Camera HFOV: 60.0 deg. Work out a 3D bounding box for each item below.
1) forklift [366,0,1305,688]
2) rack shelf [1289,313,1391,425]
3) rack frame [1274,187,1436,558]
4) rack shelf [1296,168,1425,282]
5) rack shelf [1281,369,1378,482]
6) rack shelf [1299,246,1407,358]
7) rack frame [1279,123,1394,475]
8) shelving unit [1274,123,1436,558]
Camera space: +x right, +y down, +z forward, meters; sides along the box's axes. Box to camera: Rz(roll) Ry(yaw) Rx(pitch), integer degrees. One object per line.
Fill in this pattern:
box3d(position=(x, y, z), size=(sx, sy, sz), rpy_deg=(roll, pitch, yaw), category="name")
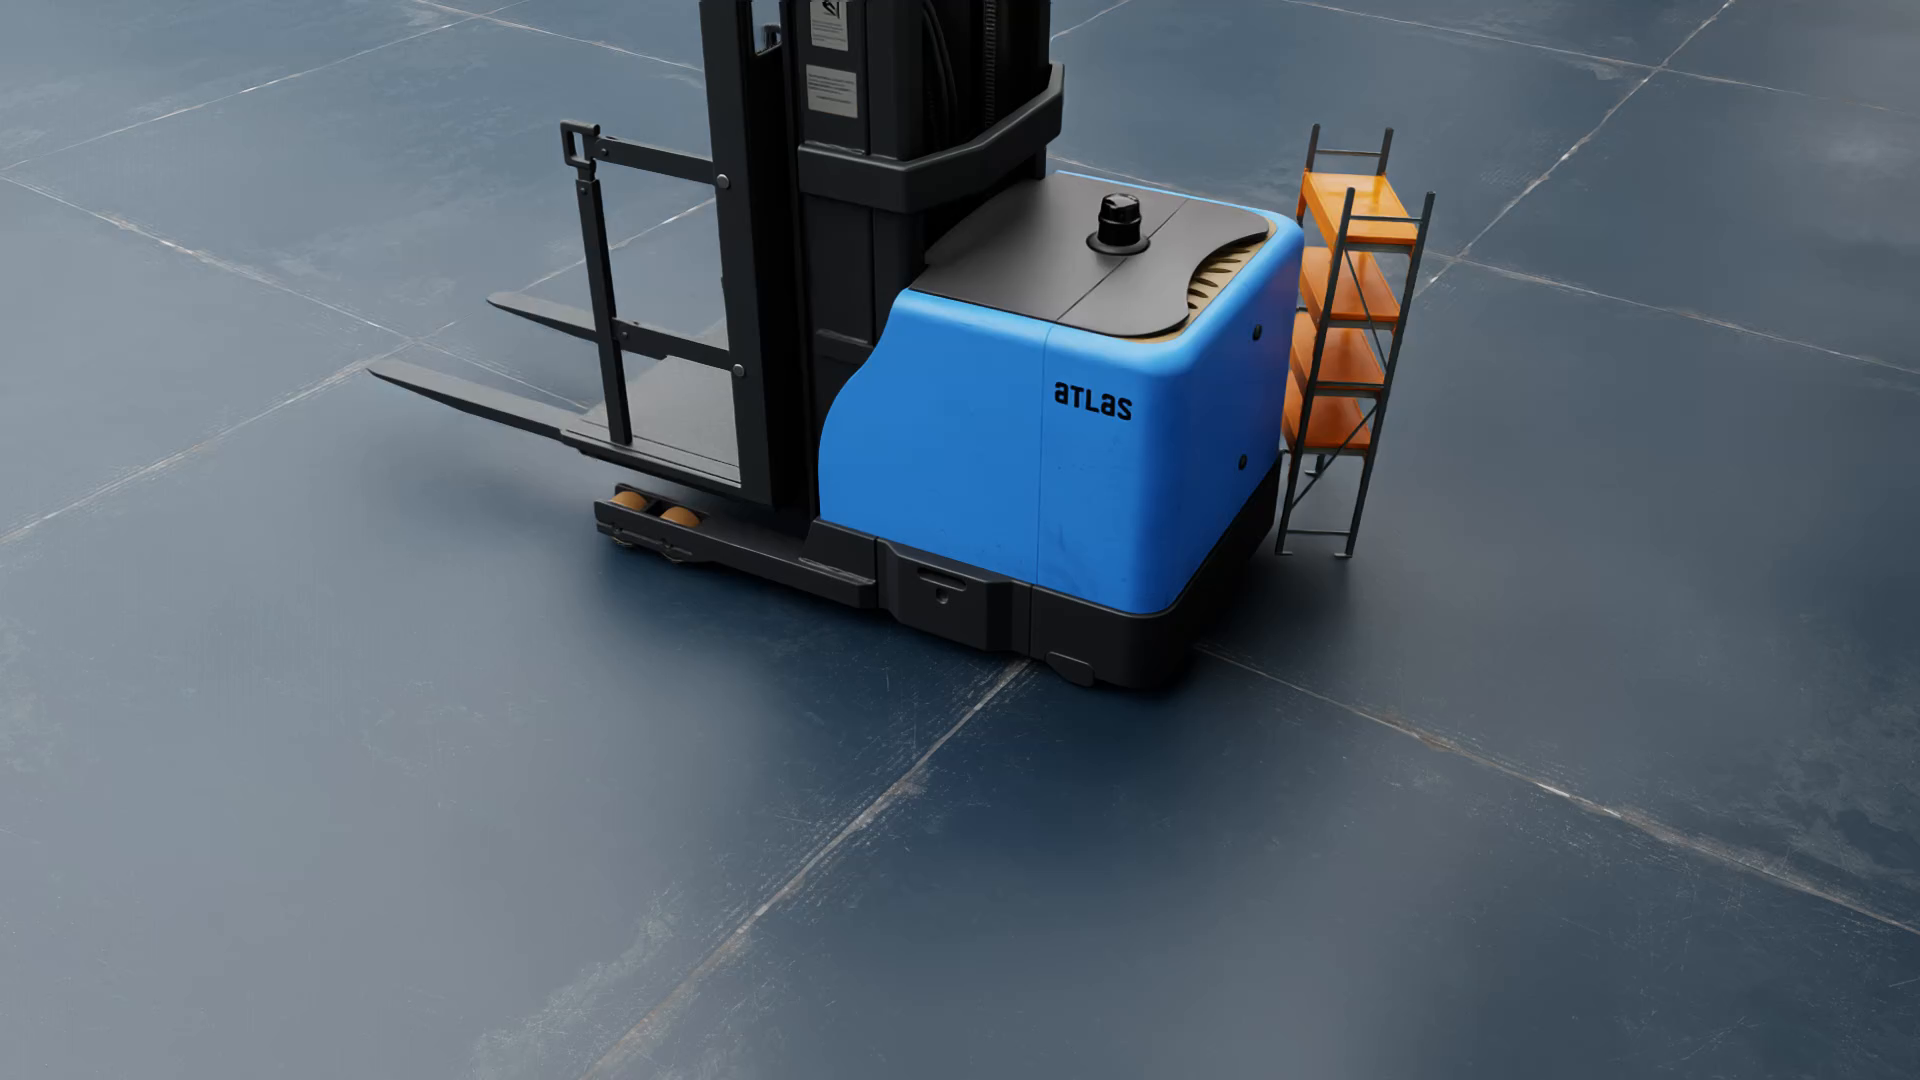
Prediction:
box3d(position=(-0.559, -1.389, 4.688), size=(3.031, 2.935, 1.130), rpy_deg=(17, 37, 23), category="forklift")
box3d(position=(1.124, -0.531, 5.070), size=(0.258, 0.148, 0.480), rpy_deg=(2, 34, -3), category="rack shelf")
box3d(position=(1.132, -0.449, 4.831), size=(0.240, 1.200, 0.015), rpy_deg=(2, 34, -3), category="rack frame")
box3d(position=(1.151, -0.911, 4.813), size=(0.258, 0.148, 0.480), rpy_deg=(2, 34, -3), category="rack shelf")
box3d(position=(1.112, -0.366, 5.181), size=(0.258, 0.148, 0.480), rpy_deg=(2, 34, -3), category="rack shelf")
box3d(position=(1.137, -0.716, 4.945), size=(0.258, 0.148, 0.480), rpy_deg=(2, 34, -3), category="rack shelf")
box3d(position=(1.124, -0.723, 5.235), size=(0.240, 1.200, 0.015), rpy_deg=(2, 34, -3), category="rack frame")
box3d(position=(1.128, -0.586, 5.033), size=(0.258, 1.200, 0.503), rpy_deg=(2, 34, -3), category="shelving unit")
